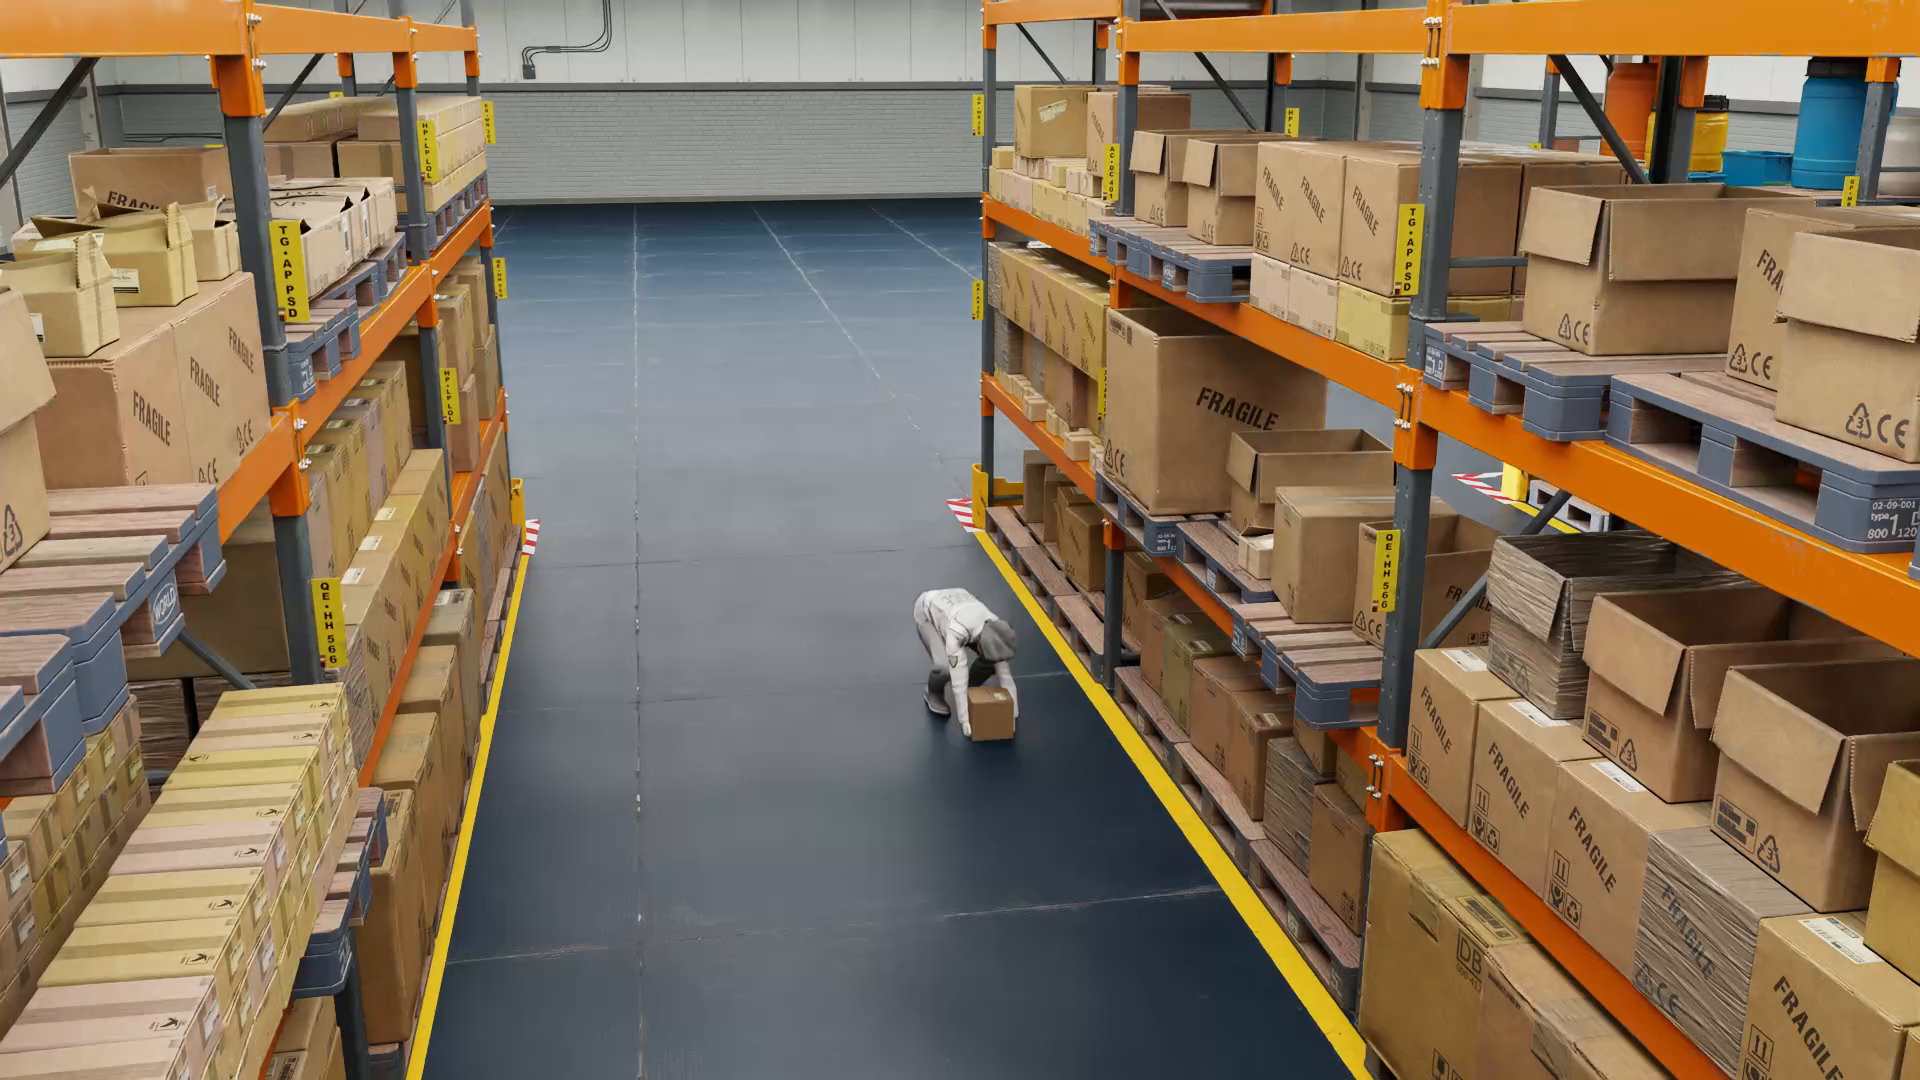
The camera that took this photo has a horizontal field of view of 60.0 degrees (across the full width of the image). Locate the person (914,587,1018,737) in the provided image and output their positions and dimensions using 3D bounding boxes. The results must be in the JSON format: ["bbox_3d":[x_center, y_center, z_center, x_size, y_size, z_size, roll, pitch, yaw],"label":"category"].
[{"bbox_3d":[0.045,0.729,10.205,0.462,0.770,0.912,-8,18,-25],"label":"person"}]
